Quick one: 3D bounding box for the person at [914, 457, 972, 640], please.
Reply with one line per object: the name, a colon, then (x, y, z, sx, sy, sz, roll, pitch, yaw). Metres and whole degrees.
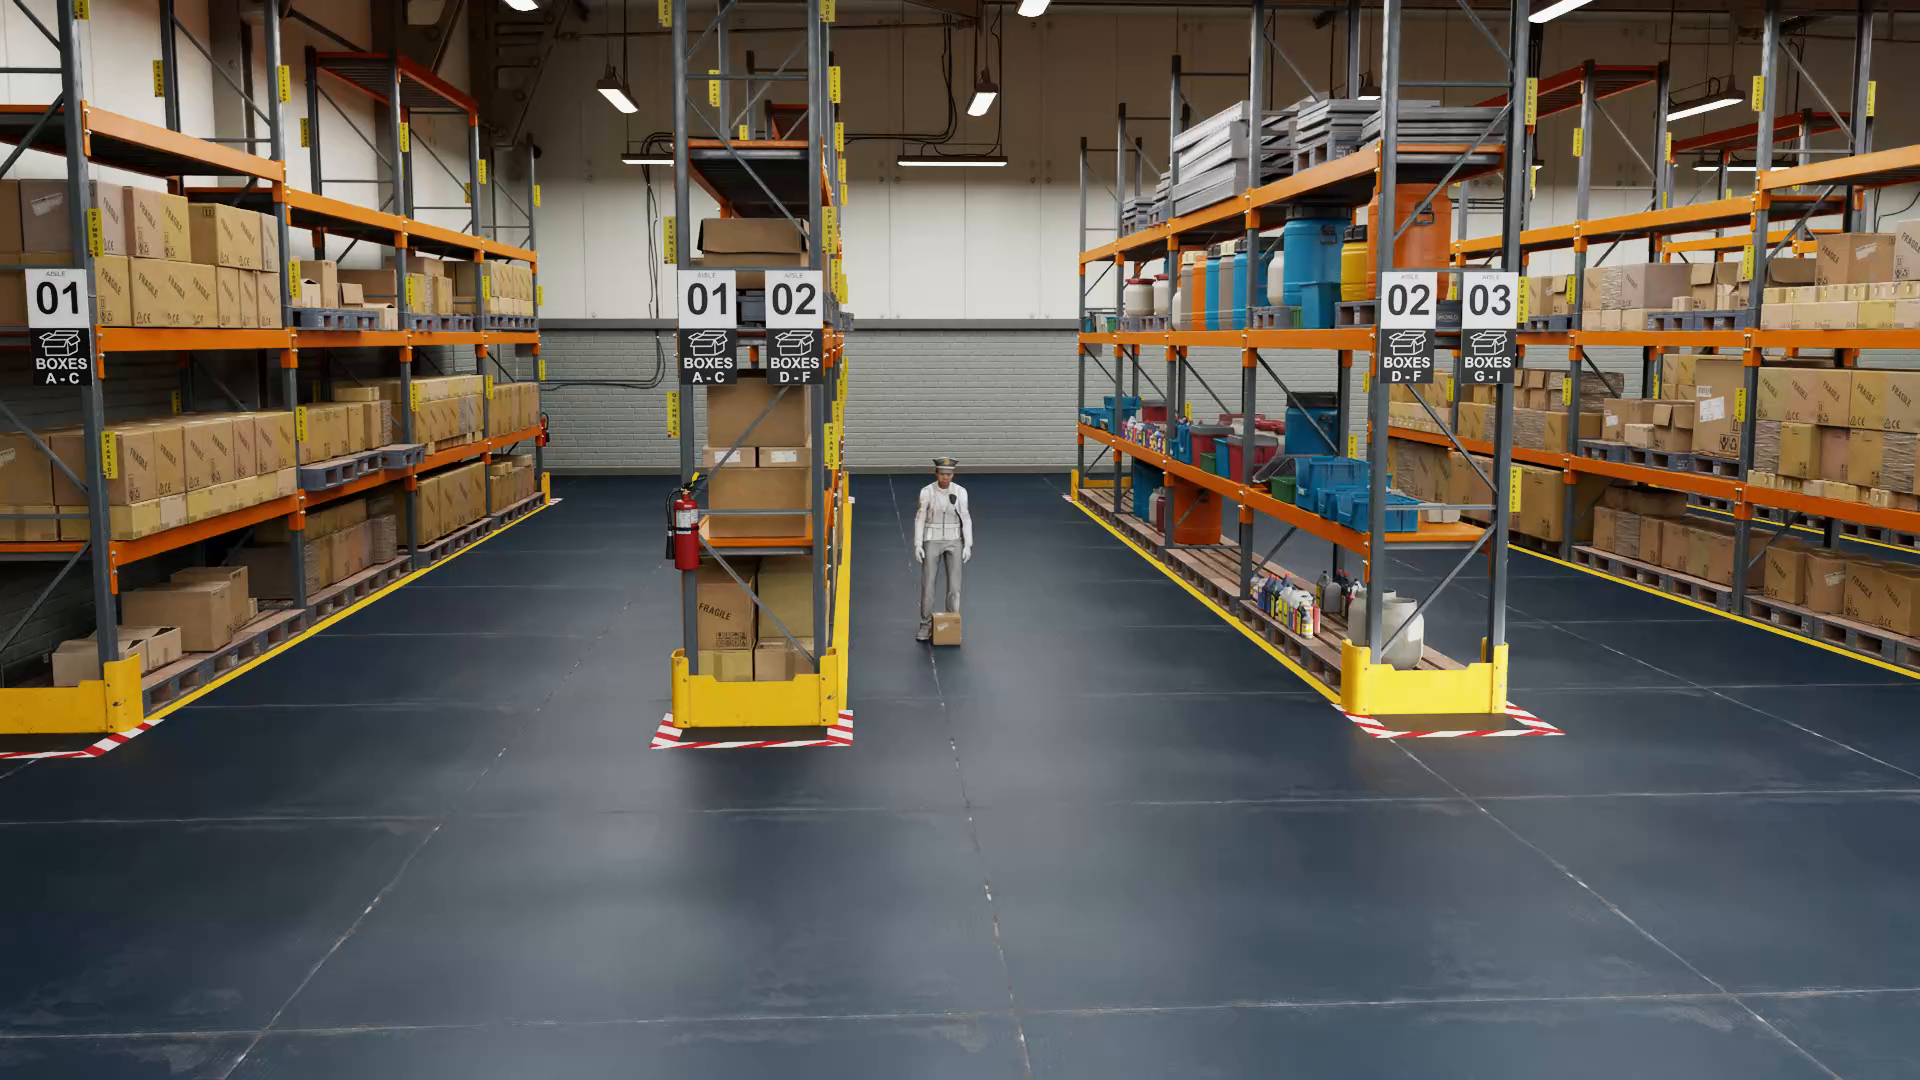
person: (-0.153, 0.072, 15.149, 0.530, 1.663, 0.404, 0, 7, -3)
